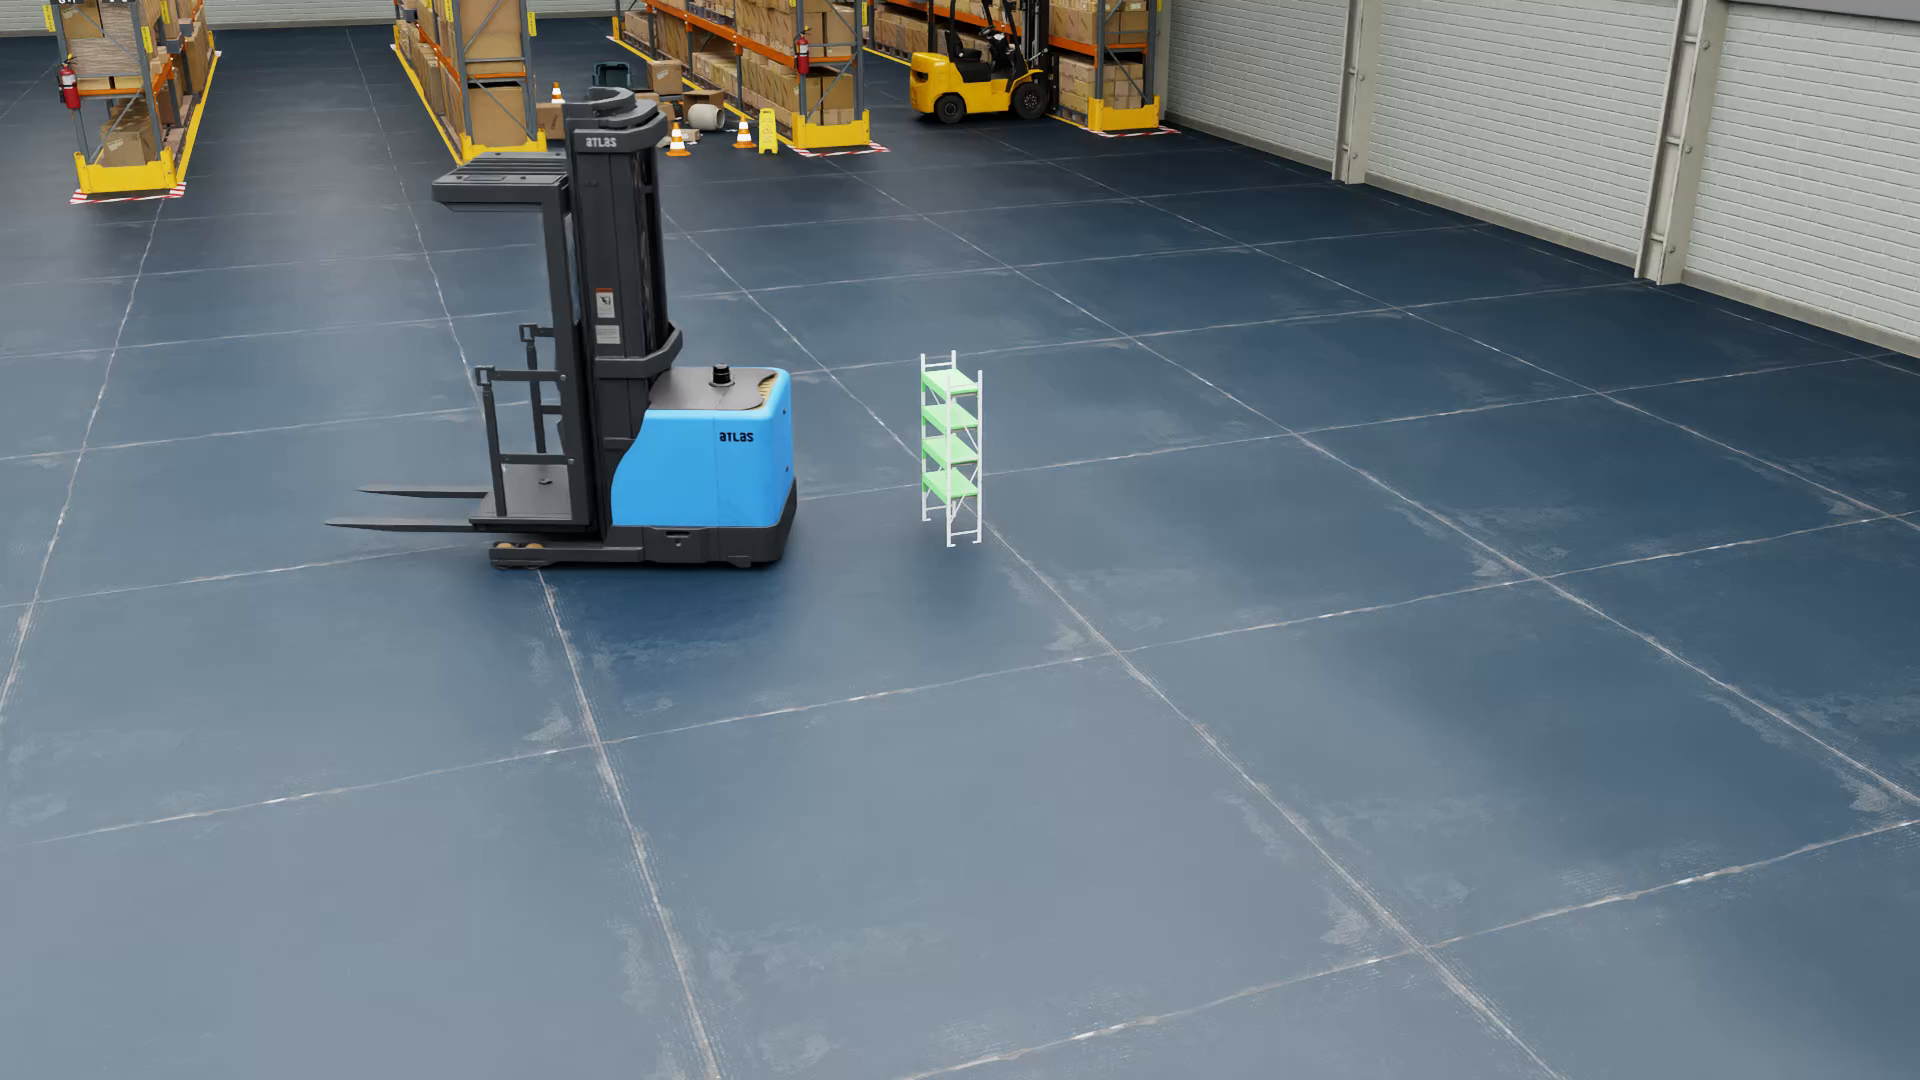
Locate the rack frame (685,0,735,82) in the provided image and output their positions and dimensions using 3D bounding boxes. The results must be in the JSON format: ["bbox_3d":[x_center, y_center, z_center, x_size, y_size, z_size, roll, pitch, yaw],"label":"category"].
[{"bbox_3d":[-4.792,-10.393,32.047,1.000,3.000,0.127,-8,24,-19],"label":"rack frame"}]

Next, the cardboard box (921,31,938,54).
[{"bbox_3d":[-0.500,-10.241,34.364,0.500,0.500,0.500,-8,24,-17],"label":"cardboard box"}]

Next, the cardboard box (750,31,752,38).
[{"bbox_3d":[-3.307,-8.489,27.851,0.380,0.149,0.250,-8,24,-19],"label":"cardboard box"}]

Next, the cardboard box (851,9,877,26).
[{"bbox_3d":[-2.216,-12.096,38.764,0.700,0.500,0.500,-9,25,-21],"label":"cardboard box"}]

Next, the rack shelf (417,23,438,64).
[{"bbox_3d":[-8.680,-8.619,28.764,1.077,0.370,4.000,-8,24,-19],"label":"rack shelf"}]

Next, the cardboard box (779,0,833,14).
[{"bbox_3d":[-2.350,-8.286,25.248,0.700,0.500,0.500,-9,24,-20],"label":"cardboard box"}]

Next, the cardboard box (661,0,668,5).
[{"bbox_3d":[-5.778,-11.022,33.732,0.500,0.250,0.500,-9,24,-20],"label":"cardboard box"}]

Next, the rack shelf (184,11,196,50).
[{"bbox_3d":[-14.769,-9.429,30.685,1.077,0.370,4.000,-8,24,-19],"label":"rack shelf"}]

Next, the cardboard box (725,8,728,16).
[{"bbox_3d":[-3.895,-9.265,29.153,0.380,0.149,0.250,-9,25,-21],"label":"cardboard box"}]

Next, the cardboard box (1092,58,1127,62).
[{"bbox_3d":[2.504,-7.938,27.933,0.500,0.250,0.500,-8,24,-19],"label":"cardboard box"}]

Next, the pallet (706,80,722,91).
[{"bbox_3d":[-4.090,-8.382,30.864,1.003,0.211,1.213,-8,24,-19],"label":"pallet"}]

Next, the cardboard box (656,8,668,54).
[{"bbox_3d":[-5.911,-10.847,35.318,0.875,0.875,0.875,-8,24,-17],"label":"cardboard box"}]

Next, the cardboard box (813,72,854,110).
[{"bbox_3d":[-2.001,-7.098,26.263,0.500,0.500,0.500,-9,25,-21],"label":"cardboard box"}]

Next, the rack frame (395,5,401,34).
[{"bbox_3d":[-12.213,-12.584,37.245,1.000,3.000,0.127,-8,24,-19],"label":"rack frame"}]

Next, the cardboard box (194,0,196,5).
[{"bbox_3d":[-15.455,-10.715,33.135,0.380,0.149,0.250,-8,24,-17],"label":"cardboard box"}]

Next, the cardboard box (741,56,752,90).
[{"bbox_3d":[-3.423,-7.960,28.309,0.500,0.500,0.500,-7,24,-16],"label":"cardboard box"}]

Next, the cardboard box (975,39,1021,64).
[{"bbox_3d":[0.802,-9.193,31.715,0.875,0.625,0.625,-9,24,-20],"label":"cardboard box"}]

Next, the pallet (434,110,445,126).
[{"bbox_3d":[-8.317,-7.209,28.082,1.003,0.211,1.213,-8,24,-19],"label":"pallet"}]

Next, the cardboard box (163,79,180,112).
[{"bbox_3d":[-13.195,-7.236,27.208,0.700,0.500,0.500,-11,25,-24],"label":"cardboard box"}]

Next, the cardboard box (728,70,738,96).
[{"bbox_3d":[-3.566,-8.113,29.479,0.950,0.372,0.625,-8,24,-18],"label":"cardboard box"}]

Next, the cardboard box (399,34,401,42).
[{"bbox_3d":[-12.327,-11.230,37.161,0.380,0.149,0.250,-8,24,-18],"label":"cardboard box"}]

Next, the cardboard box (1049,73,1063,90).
[{"bbox_3d":[1.843,-7.828,28.317,0.500,0.250,0.500,-9,24,-20],"label":"cardboard box"}]

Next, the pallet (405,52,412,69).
[{"bbox_3d":[-11.070,-10.085,34.906,1.003,0.211,1.213,-8,24,-19],"label":"pallet"}]

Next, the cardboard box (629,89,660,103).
[{"bbox_3d":[-5.292,-7.028,27.102,0.797,0.637,0.503,-8,24,-19],"label":"cardboard box"}]

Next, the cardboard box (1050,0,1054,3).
[{"bbox_3d":[1.658,-9.251,28.372,0.380,0.149,0.250,-9,24,-20],"label":"cardboard box"}]

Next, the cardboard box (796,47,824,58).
[{"bbox_3d":[-2.298,-7.477,25.452,0.380,0.149,0.250,-8,24,-17],"label":"cardboard box"}]

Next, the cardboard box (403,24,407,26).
[{"bbox_3d":[-11.912,-11.128,36.153,0.380,0.149,0.250,-7,24,-17],"label":"cardboard box"}]

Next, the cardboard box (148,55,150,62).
[{"bbox_3d":[-11.830,-6.866,23.167,0.875,0.500,0.500,-8,24,-19],"label":"cardboard box"}]

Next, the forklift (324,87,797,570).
[{"bbox_3d":[-2.664,-1.364,10.712,3.031,2.935,1.130,1,23,2],"label":"forklift"}]

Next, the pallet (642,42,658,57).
[{"bbox_3d":[-6.400,-10.849,36.718,1.003,0.211,1.213,-8,24,-19],"label":"pallet"}]

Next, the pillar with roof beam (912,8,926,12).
[{"bbox_3d":[-4.992,-15.080,35.441,9.100,9.000,0.400,-8,24,-19],"label":"pillar with roof beam"}]

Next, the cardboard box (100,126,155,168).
[{"bbox_3d":[-11.441,-5.398,22.872,0.500,0.500,0.500,-4,23,-9],"label":"cardboard box"}]

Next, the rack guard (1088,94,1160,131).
[{"bbox_3d":[2.685,-7.008,27.234,1.175,0.500,0.348,-8,24,-19],"label":"rack guard"}]

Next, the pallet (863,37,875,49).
[{"bbox_3d":[-1.804,-11.494,38.248,1.003,0.211,1.213,-8,24,-19],"label":"pallet"}]

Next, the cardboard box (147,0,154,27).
[{"bbox_3d":[-11.524,-7.372,23.080,0.500,0.500,0.500,-8,24,-19],"label":"cardboard box"}]

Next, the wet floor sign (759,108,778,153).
[{"bbox_3d":[-2.899,-6.186,25.095,0.267,0.644,0.232,0,23,-1],"label":"wet floor sign"}]

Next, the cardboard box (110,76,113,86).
[{"bbox_3d":[-11.618,-6.177,22.367,0.380,0.149,0.250,-8,24,-19],"label":"cardboard box"}]

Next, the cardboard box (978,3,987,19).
[{"bbox_3d":[0.658,-9.882,31.028,0.500,0.250,0.500,-8,24,-19],"label":"cardboard box"}]

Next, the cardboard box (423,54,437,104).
[{"bbox_3d":[-8.614,-7.945,28.594,1.050,0.750,0.750,-8,24,-19],"label":"cardboard box"}]

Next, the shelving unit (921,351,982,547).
[{"bbox_3d":[-0.058,-0.613,11.160,0.258,1.200,0.503,-8,24,-19],"label":"shelving unit"}]

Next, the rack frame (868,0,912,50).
[{"bbox_3d":[-1.562,-12.529,37.114,1.000,3.000,0.127,-8,24,-19],"label":"rack frame"}]

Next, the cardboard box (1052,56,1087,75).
[{"bbox_3d":[1.849,-8.047,28.193,0.500,0.250,0.500,-8,24,-18],"label":"cardboard box"}]

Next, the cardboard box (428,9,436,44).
[{"bbox_3d":[-8.408,-8.423,27.243,0.500,0.500,0.500,-8,24,-19],"label":"cardboard box"}]

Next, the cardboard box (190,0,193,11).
[{"bbox_3d":[-15.055,-10.401,31.935,0.500,0.500,0.500,-8,24,-19],"label":"cardboard box"}]

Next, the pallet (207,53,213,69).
[{"bbox_3d":[-16.106,-9.933,34.545,1.003,0.211,1.213,-8,24,-19],"label":"pallet"}]

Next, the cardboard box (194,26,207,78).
[{"bbox_3d":[-14.914,-9.147,31.285,1.225,0.875,0.875,-9,25,-21],"label":"cardboard box"}]

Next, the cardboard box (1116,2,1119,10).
[{"bbox_3d":[2.653,-8.754,27.193,0.380,0.149,0.250,-8,24,-19],"label":"cardboard box"}]

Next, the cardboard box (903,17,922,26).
[{"bbox_3d":[-1.003,-11.047,35.439,0.380,0.149,0.250,-10,25,-22],"label":"cardboard box"}]

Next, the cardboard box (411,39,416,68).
[{"bbox_3d":[-10.598,-9.676,33.022,0.500,0.500,0.500,-7,24,-17],"label":"cardboard box"}]

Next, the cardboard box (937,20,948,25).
[{"bbox_3d":[-0.273,-10.828,34.921,0.380,0.149,0.250,-8,24,-18],"label":"cardboard box"}]

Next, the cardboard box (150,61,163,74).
[{"bbox_3d":[-11.553,-6.706,23.621,0.380,0.149,0.250,-8,24,-19],"label":"cardboard box"}]

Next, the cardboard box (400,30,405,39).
[{"bbox_3d":[-12.066,-11.083,36.431,0.380,0.149,0.250,-8,24,-17],"label":"cardboard box"}]

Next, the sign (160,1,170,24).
[{"bbox_3d":[-12.145,-8.056,25.388,0.100,0.325,0.005,-8,24,-19],"label":"sign"}]

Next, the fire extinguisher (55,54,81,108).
[{"bbox_3d":[-11.627,-5.986,21.691,0.296,0.674,0.183,-8,24,-19],"label":"fire extinguisher"}]

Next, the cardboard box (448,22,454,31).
[{"bbox_3d":[-6.936,-7.665,23.989,0.875,0.550,0.550,-8,24,-19],"label":"cardboard box"}]

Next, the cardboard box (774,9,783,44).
[{"bbox_3d":[-2.587,-8.012,25.884,0.500,0.500,0.500,-8,24,-19],"label":"cardboard box"}]

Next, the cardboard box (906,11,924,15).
[{"bbox_3d":[-0.971,-11.593,36.737,0.380,0.149,0.250,-8,24,-18],"label":"cardboard box"}]
